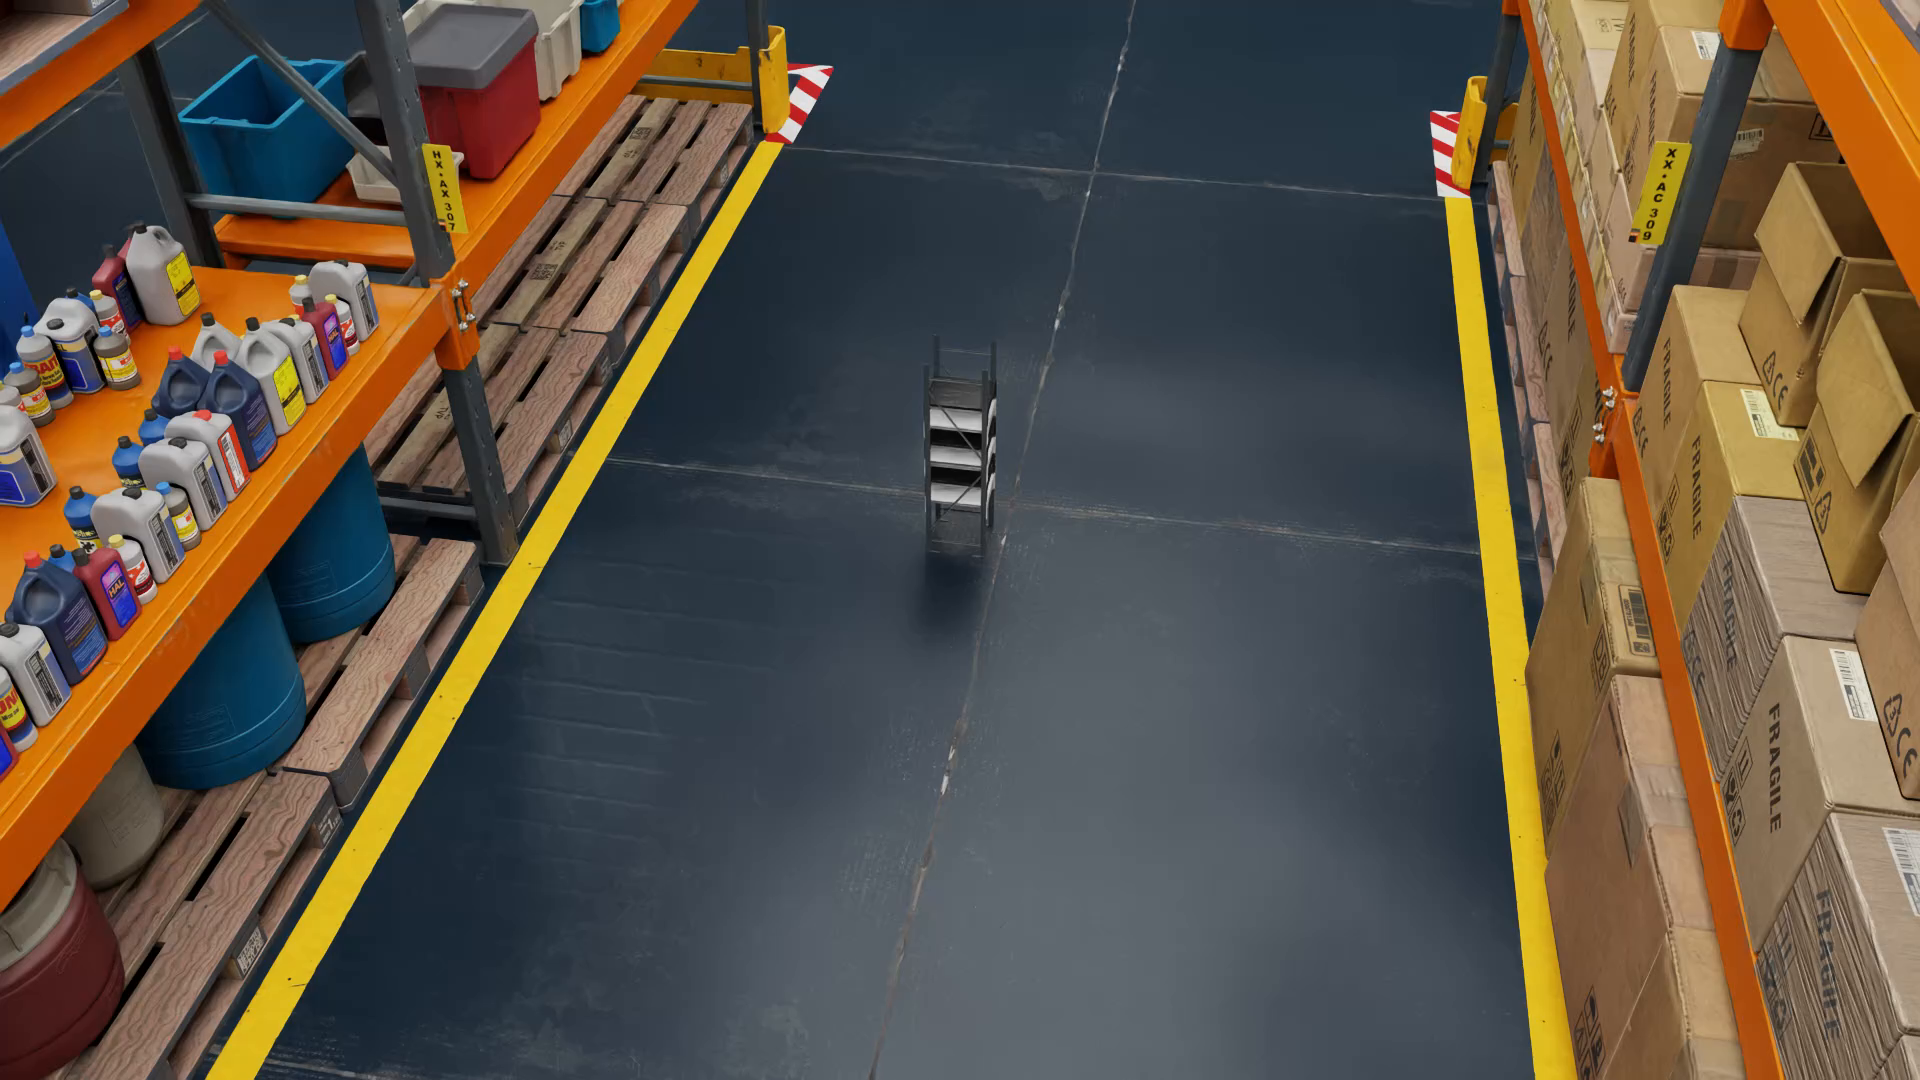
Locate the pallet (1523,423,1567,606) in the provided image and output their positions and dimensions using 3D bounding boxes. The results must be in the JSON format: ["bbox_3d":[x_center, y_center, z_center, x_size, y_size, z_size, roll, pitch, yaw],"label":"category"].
[{"bbox_3d":[2.809,0.015,6.567,1.003,0.211,1.213,6,40,8],"label":"pallet"}]

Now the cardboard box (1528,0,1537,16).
[{"bbox_3d":[2.819,-2.497,7.613,0.380,0.149,0.250,6,40,7],"label":"cardboard box"}]

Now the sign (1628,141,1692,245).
[{"bbox_3d":[2.054,-1.016,4.883,0.100,0.325,0.005,6,40,8],"label":"sign"}]

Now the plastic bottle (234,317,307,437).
[{"bbox_3d":[-2.114,-0.506,5.046,0.144,0.351,0.185,6,40,8],"label":"plastic bottle"}]

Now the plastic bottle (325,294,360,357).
[{"bbox_3d":[-2.021,-0.702,5.401,0.097,0.201,0.097,0,40,0],"label":"plastic bottle"}]

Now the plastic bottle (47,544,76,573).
[{"bbox_3d":[-2.318,0.124,4.347,0.097,0.271,0.097,0,40,0],"label":"plastic bottle"}]

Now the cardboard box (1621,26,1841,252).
[{"bbox_3d":[2.417,-1.255,5.210,0.500,0.500,0.500,7,40,9],"label":"cardboard box"}]

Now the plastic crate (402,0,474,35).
[{"bbox_3d":[-2.272,-2.185,7.199,0.293,0.136,0.466,6,40,8],"label":"plastic crate"}]

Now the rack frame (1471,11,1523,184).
[{"bbox_3d":[3.293,-3.102,8.148,1.000,3.000,0.127,6,40,8],"label":"rack frame"}]

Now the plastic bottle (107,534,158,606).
[{"bbox_3d":[-2.235,0.074,4.463,0.097,0.201,0.097,0,40,0],"label":"plastic bottle"}]

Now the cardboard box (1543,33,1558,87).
[{"bbox_3d":[2.686,-2.011,7.026,0.380,0.149,0.250,6,40,7],"label":"cardboard box"}]

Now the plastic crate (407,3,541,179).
[{"bbox_3d":[-1.876,-1.718,6.377,0.402,0.464,0.583,6,40,8],"label":"plastic crate"}]

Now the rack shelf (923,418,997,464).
[{"bbox_3d":[0.001,-0.396,6.433,0.258,0.077,0.200,6,40,8],"label":"rack shelf"}]

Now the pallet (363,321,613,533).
[{"bbox_3d":[-2.189,-0.529,7.224,1.003,0.211,1.213,6,40,8],"label":"pallet"}]

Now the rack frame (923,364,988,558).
[{"bbox_3d":[-0.016,-0.288,6.392,0.240,0.900,0.006,6,40,8],"label":"rack frame"}]

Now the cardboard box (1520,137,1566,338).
[{"bbox_3d":[3.103,-1.463,7.504,0.875,0.875,0.875,6,40,8],"label":"cardboard box"}]

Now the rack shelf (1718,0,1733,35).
[{"bbox_3d":[2.947,-2.725,5.903,1.077,0.370,4.000,6,40,8],"label":"rack shelf"}]

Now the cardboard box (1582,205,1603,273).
[{"bbox_3d":[2.420,-1.045,5.857,0.380,0.149,0.250,6,40,7],"label":"cardboard box"}]

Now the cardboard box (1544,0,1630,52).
[{"bbox_3d":[2.770,-2.245,6.996,0.500,0.250,0.500,5,40,6],"label":"cardboard box"}]

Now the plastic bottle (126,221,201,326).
[{"bbox_3d":[-2.665,-0.908,5.533,0.144,0.351,0.185,6,40,8],"label":"plastic bottle"}]

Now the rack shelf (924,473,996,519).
[{"bbox_3d":[0.001,-0.187,6.605,0.258,0.077,0.200,6,40,8],"label":"rack shelf"}]

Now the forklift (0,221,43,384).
[{"bbox_3d":[-5.360,-1.280,5.998,3.031,2.935,1.130,-16,42,-18],"label":"forklift"}]

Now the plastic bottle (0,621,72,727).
[{"bbox_3d":[-2.337,0.314,4.113,0.152,0.276,0.135,6,40,8],"label":"plastic bottle"}]

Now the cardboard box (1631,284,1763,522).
[{"bbox_3d":[2.275,-0.369,4.764,0.500,0.500,0.500,7,40,8],"label":"cardboard box"}]

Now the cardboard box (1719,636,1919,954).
[{"bbox_3d":[2.017,0.586,3.609,0.500,0.500,0.500,7,40,9],"label":"cardboard box"}]

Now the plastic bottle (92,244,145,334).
[{"bbox_3d":[-2.784,-0.826,5.486,0.061,0.283,0.133,6,40,8],"label":"plastic bottle"}]

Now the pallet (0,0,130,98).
[{"bbox_3d":[-2.510,-1.006,3.407,1.003,0.211,1.213,6,40,8],"label":"pallet"}]

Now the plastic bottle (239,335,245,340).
[{"bbox_3d":[-2.217,-0.551,5.218,0.097,0.201,0.097,0,40,0],"label":"plastic bottle"}]

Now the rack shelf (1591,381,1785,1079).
[{"bbox_3d":[2.254,0.941,3.822,1.077,0.370,4.000,6,40,8],"label":"rack shelf"}]

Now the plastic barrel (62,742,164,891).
[{"bbox_3d":[-2.697,0.788,5.066,0.421,0.512,0.421,0,40,0],"label":"plastic barrel"}]

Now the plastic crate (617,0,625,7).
[{"bbox_3d":[-1.670,-2.492,7.570,0.298,0.136,0.250,6,40,8],"label":"plastic crate"}]

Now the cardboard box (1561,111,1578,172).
[{"bbox_3d":[2.553,-1.529,6.442,0.380,0.149,0.250,6,40,7],"label":"cardboard box"}]

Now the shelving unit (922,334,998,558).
[{"bbox_3d":[0.001,-0.352,6.469,0.258,0.900,0.210,6,40,8],"label":"shelving unit"}]

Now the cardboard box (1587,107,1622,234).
[{"bbox_3d":[2.506,-1.279,5.828,0.500,0.250,0.500,8,40,9],"label":"cardboard box"}]

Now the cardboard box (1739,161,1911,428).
[{"bbox_3d":[2.498,-0.615,4.274,0.797,0.503,0.637,5,40,7],"label":"cardboard box"}]

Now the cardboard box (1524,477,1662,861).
[{"bbox_3d":[2.510,0.469,5.166,1.225,0.875,0.875,7,40,8],"label":"cardboard box"}]

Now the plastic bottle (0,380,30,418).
[{"bbox_3d":[-2.877,-0.391,5.025,0.097,0.201,0.097,0,40,0],"label":"plastic bottle"}]

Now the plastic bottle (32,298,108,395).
[{"bbox_3d":[-2.796,-0.612,5.233,0.152,0.276,0.135,6,40,8],"label":"plastic bottle"}]

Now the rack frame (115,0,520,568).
[{"bbox_3d":[-2.278,-1.138,5.772,1.000,3.000,0.127,6,40,8],"label":"rack frame"}]

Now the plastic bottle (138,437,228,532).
[{"bbox_3d":[-2.201,-0.177,4.707,0.152,0.276,0.135,6,40,8],"label":"plastic bottle"}]

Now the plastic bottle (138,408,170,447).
[{"bbox_3d":[-2.304,-0.261,4.813,0.097,0.271,0.097,0,40,0],"label":"plastic bottle"}]
